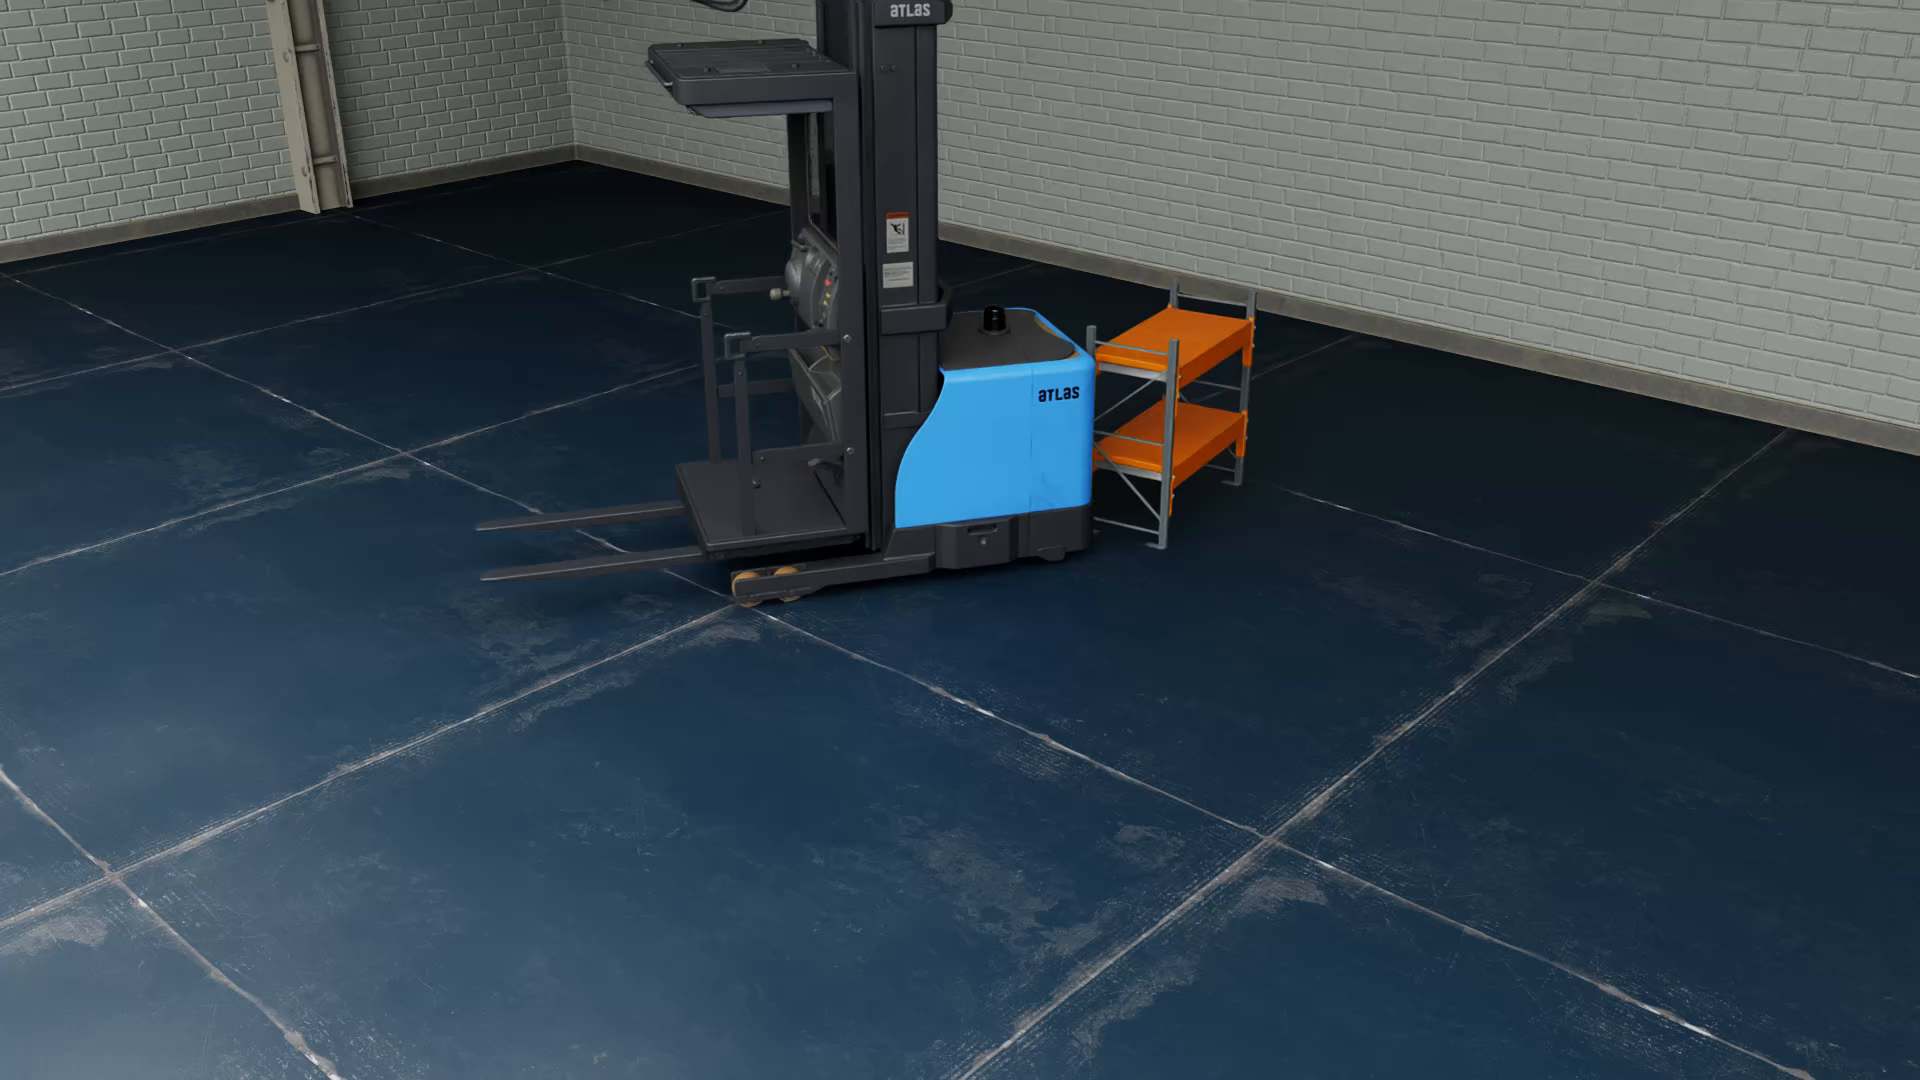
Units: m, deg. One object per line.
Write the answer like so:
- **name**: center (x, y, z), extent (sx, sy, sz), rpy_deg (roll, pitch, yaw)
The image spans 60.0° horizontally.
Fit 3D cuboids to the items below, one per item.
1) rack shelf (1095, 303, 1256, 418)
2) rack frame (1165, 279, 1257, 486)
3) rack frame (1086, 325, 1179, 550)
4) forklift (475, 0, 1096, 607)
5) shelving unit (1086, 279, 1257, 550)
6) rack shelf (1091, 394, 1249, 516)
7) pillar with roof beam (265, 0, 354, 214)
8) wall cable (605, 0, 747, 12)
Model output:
- **rack shelf**: center (1.124, -0.966, 8.815), extent (0.538, 0.278, 1.000), rpy_deg (14, 28, 28)
- **rack frame**: center (1.388, -0.877, 9.331), extent (0.500, 1.125, 0.032), rpy_deg (14, 28, 28)
- **rack frame**: center (0.861, -0.521, 8.538), extent (0.500, 1.125, 0.032), rpy_deg (14, 28, 28)
- **forklift**: center (-0.894, -1.257, 7.971), extent (3.031, 2.935, 1.130), rpy_deg (-7, 25, -15)
- **shelving unit**: center (1.124, -0.699, 8.935), extent (0.538, 1.125, 1.048), rpy_deg (14, 28, 28)
- **rack shelf**: center (1.124, -0.476, 9.035), extent (0.538, 0.278, 1.000), rpy_deg (14, 28, 28)
- **pillar with roof beam**: center (-2.808, -6.085, 11.323), extent (9.100, 9.000, 0.400), rpy_deg (20, 31, 38)
- **wall cable**: center (-3.063, -6.380, 15.777), extent (3.097, 2.526, 0.112), rpy_deg (20, 31, 38)
